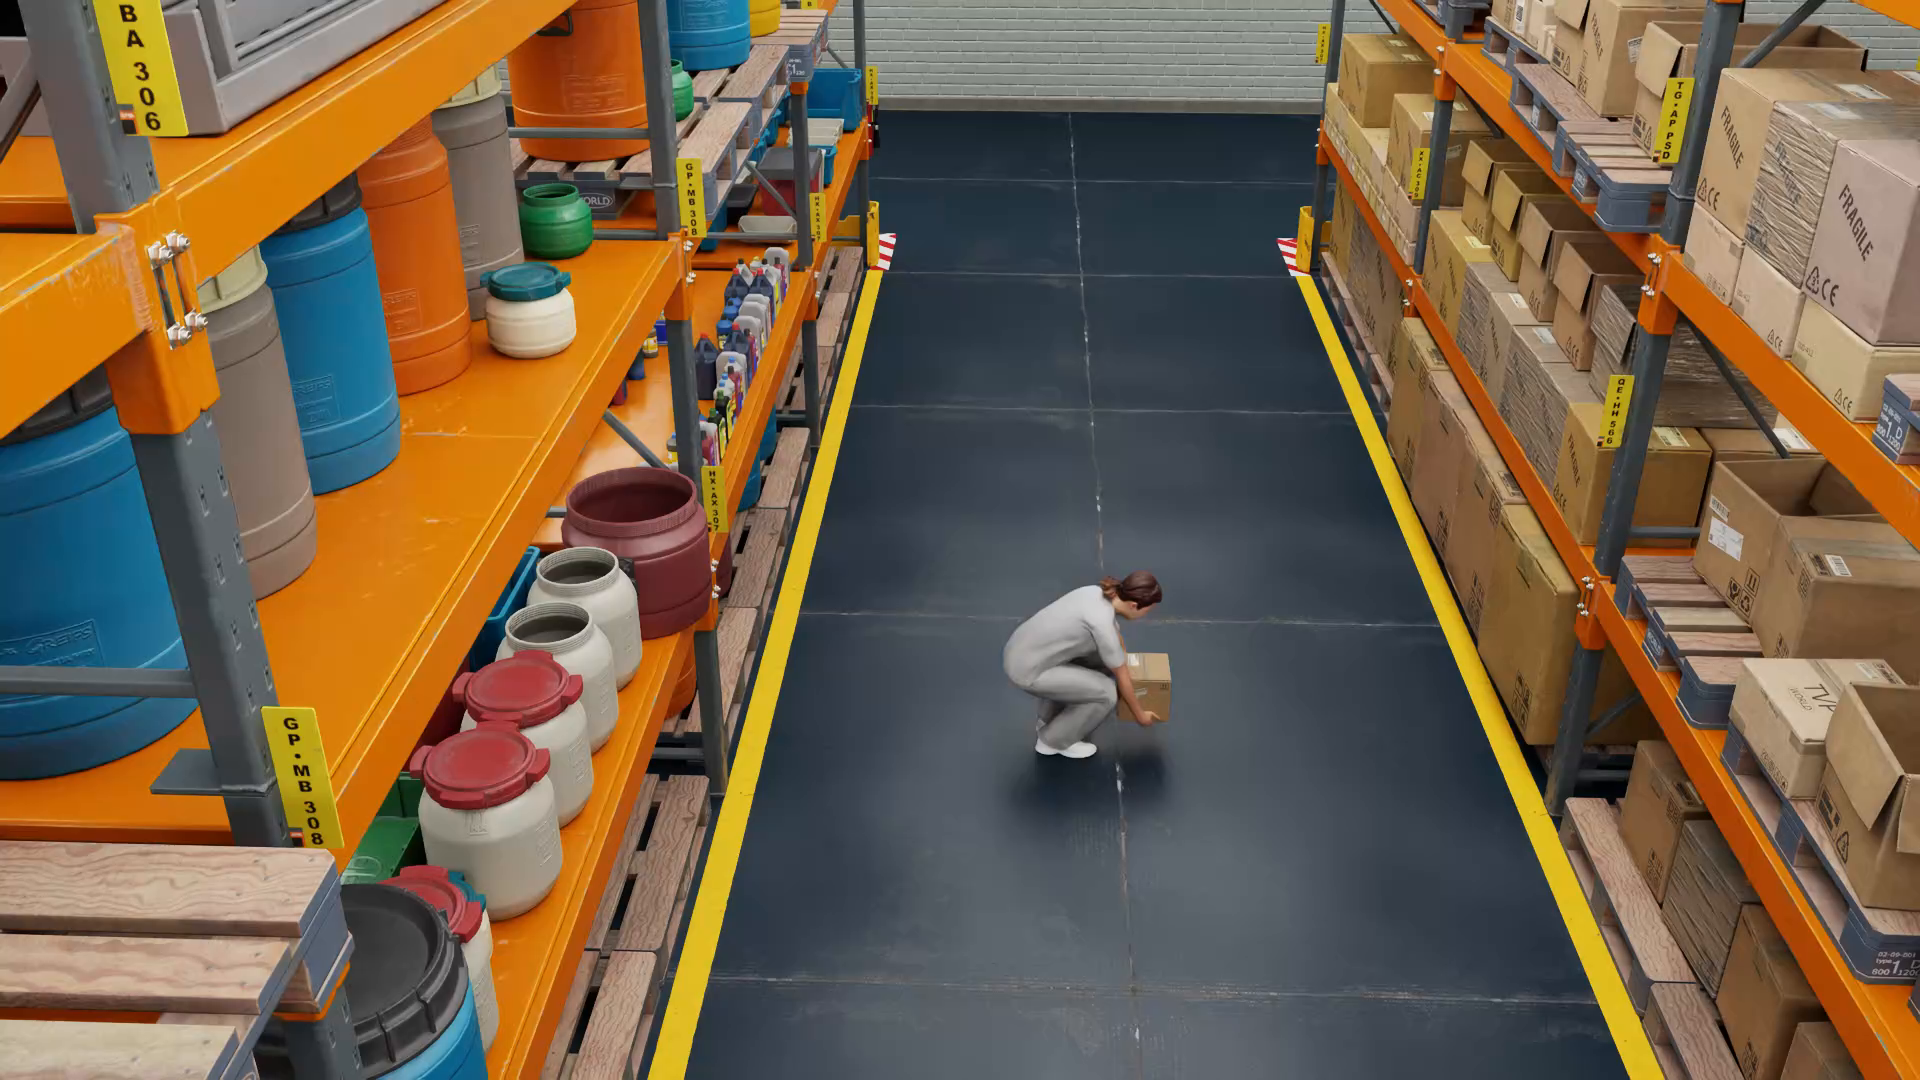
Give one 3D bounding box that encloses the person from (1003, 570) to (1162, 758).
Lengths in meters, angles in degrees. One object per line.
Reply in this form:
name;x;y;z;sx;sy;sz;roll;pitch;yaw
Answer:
person;0.610;0.601;8.267;0.794;0.958;0.455;0;28;1
